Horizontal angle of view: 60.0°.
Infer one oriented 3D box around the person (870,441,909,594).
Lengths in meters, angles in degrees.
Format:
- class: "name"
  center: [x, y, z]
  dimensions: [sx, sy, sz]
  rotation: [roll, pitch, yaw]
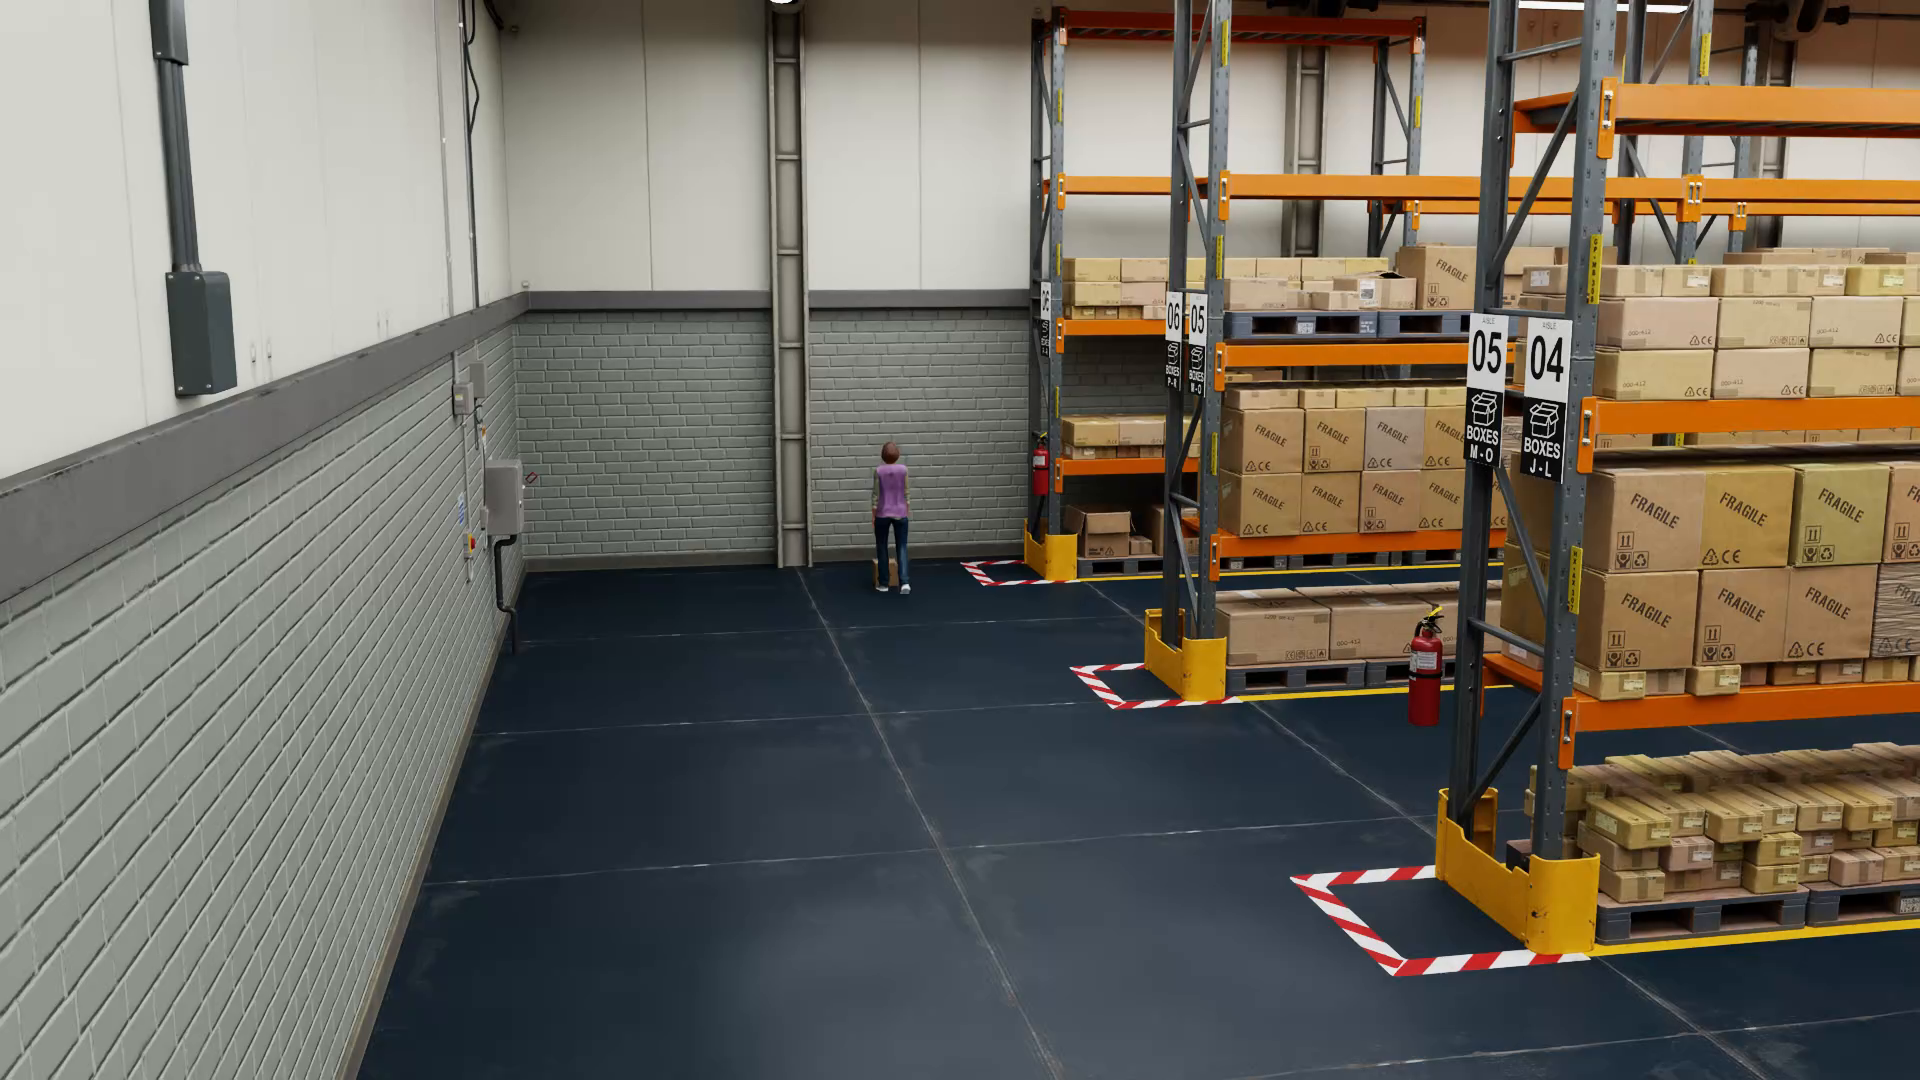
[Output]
- class: "person"
  center: [-0.728, -0.208, 17.280]
  dimensions: [0.406, 1.646, 0.368]
  rotation: [-2, 10, -10]
